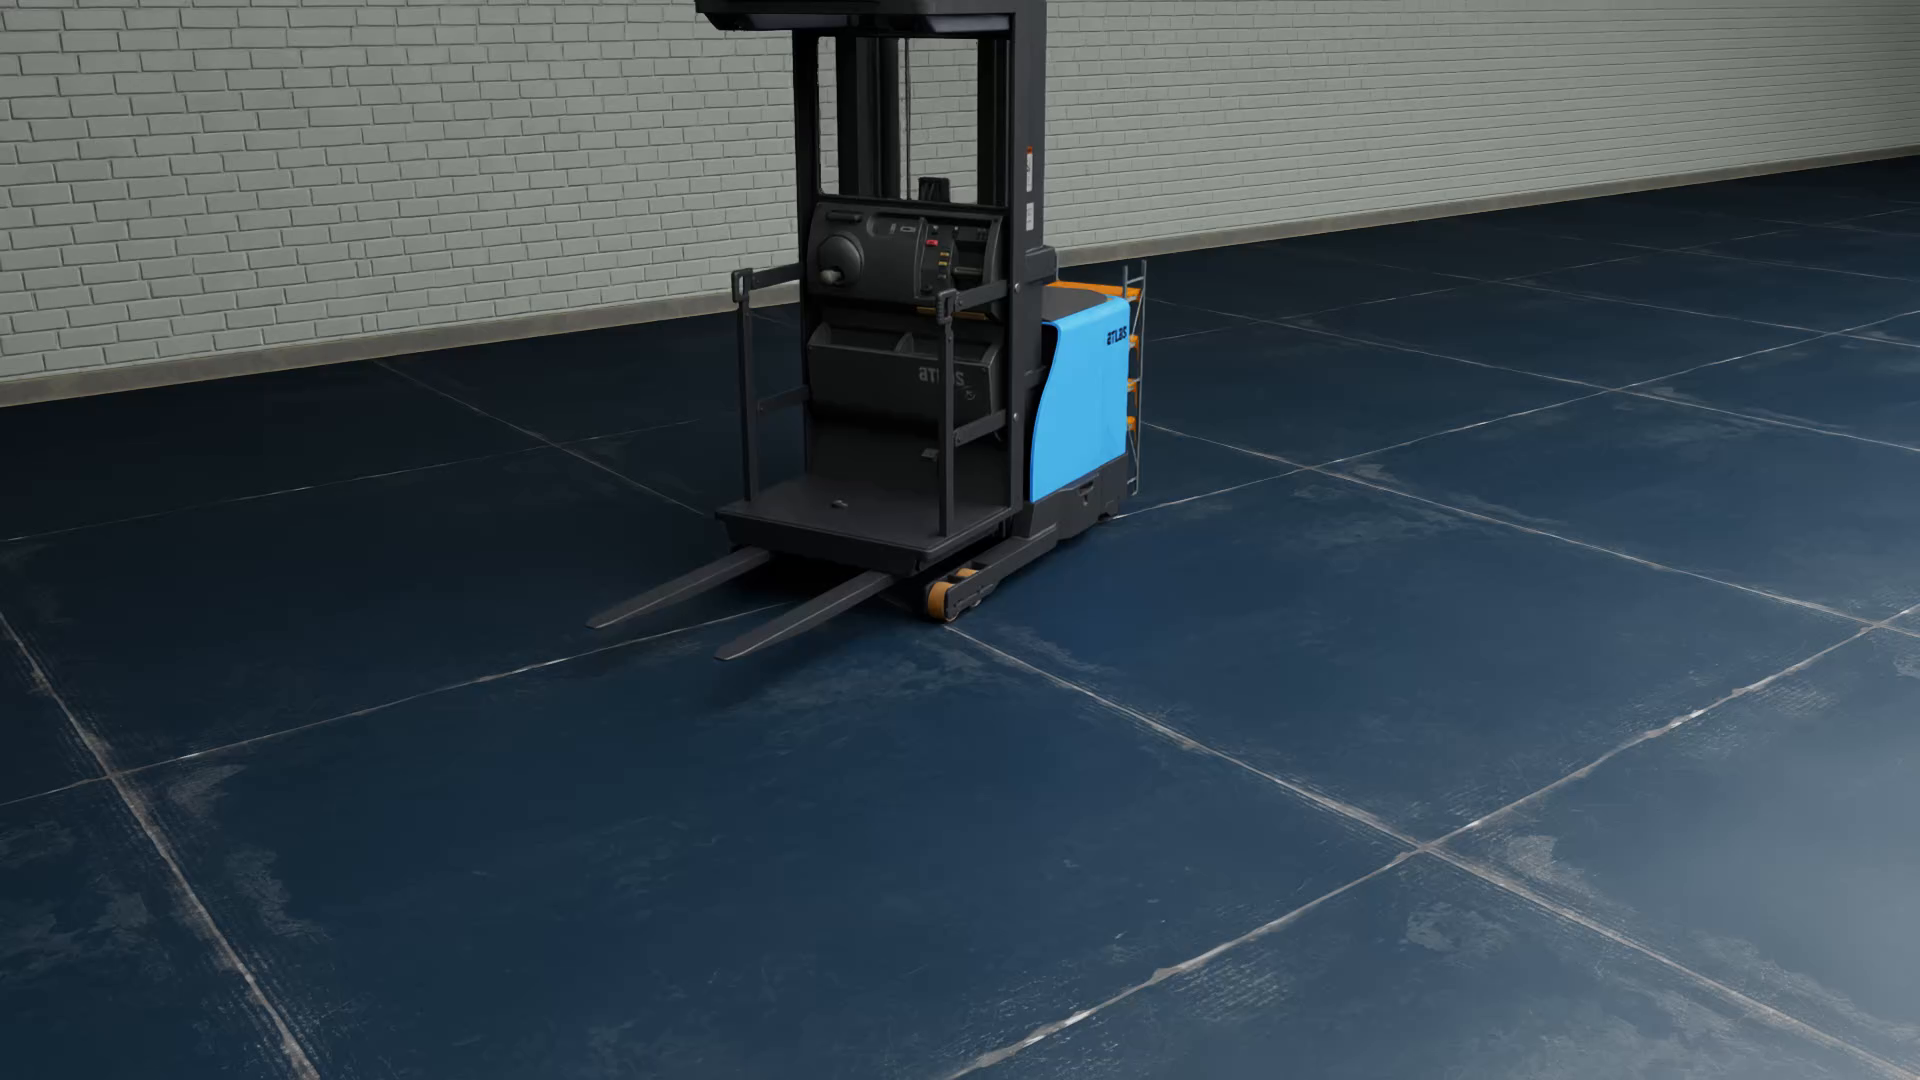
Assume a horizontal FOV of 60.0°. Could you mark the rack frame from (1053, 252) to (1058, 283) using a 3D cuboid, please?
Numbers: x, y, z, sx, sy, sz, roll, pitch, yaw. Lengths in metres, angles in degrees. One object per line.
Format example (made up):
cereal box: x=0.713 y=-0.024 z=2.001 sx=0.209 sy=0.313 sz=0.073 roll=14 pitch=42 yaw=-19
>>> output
rack frame: x=0.432 y=-0.861 z=8.550 sx=0.015 sy=1.200 sz=0.240 roll=10 pitch=21 yaw=29

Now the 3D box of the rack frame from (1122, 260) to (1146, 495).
rack frame: x=0.853 y=-0.783 z=8.316 sx=0.015 sy=1.200 sz=0.240 roll=10 pitch=21 yaw=29

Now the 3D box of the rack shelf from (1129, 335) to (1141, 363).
rack shelf: x=0.643 y=-0.971 z=8.385 sx=0.480 sy=0.148 sz=0.258 roll=10 pitch=21 yaw=29

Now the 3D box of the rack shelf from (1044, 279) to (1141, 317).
rack shelf: x=0.644 y=-1.195 z=8.311 sx=0.480 sy=0.148 sz=0.258 roll=10 pitch=21 yaw=29

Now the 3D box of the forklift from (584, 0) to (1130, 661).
forklift: x=-0.349 y=-1.219 z=6.881 sx=1.130 sy=2.935 sz=3.031 roll=10 pitch=21 yaw=29

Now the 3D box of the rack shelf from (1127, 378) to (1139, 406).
rack shelf: x=0.643 y=-0.758 z=8.454 sx=0.480 sy=0.148 sz=0.258 roll=10 pitch=21 yaw=29

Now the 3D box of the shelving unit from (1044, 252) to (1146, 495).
shelving unit: x=0.643 y=-0.822 z=8.433 sx=0.503 sy=1.200 sz=0.258 roll=10 pitch=21 yaw=29

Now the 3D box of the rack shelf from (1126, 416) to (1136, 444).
rack shelf: x=0.642 y=-0.569 z=8.515 sx=0.480 sy=0.148 sz=0.258 roll=10 pitch=21 yaw=29
